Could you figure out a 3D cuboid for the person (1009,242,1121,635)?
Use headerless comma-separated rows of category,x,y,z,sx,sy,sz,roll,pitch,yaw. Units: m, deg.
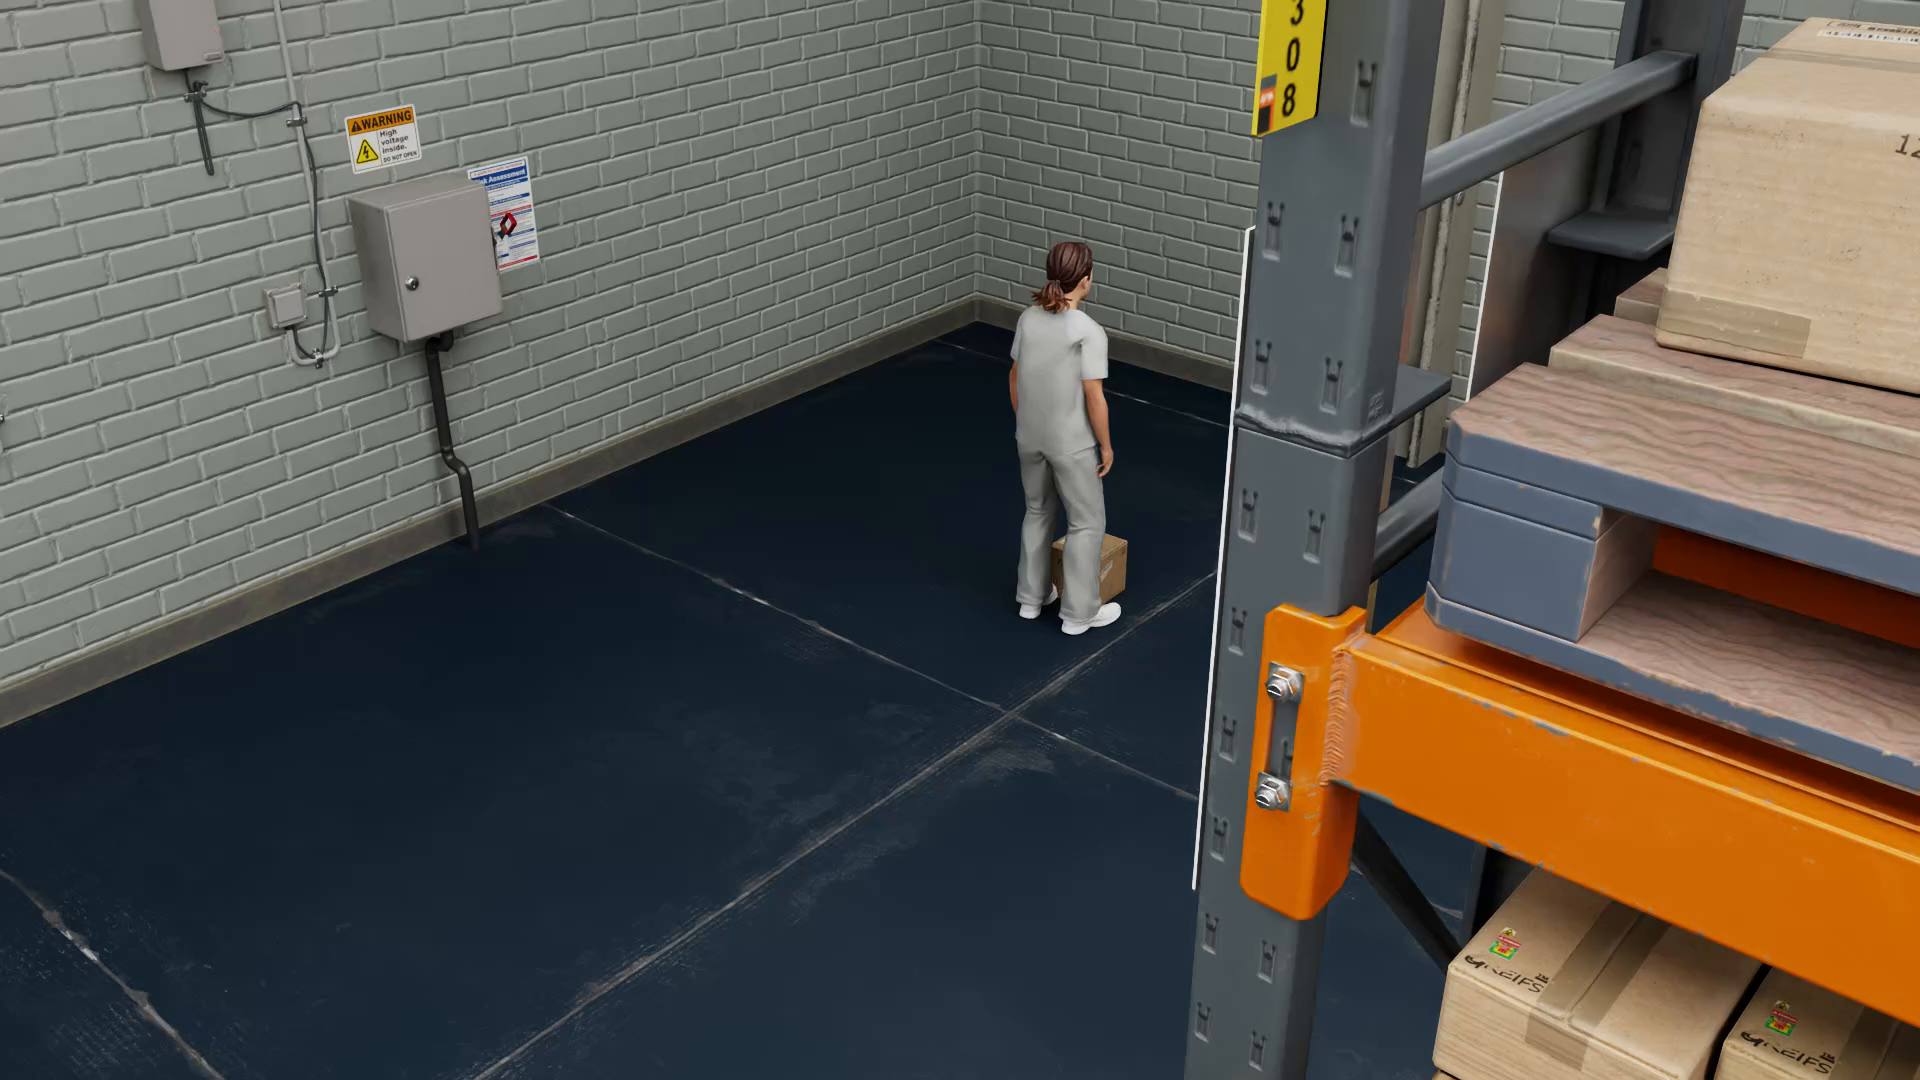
person,0.422,-0.415,6.919,0.485,1.672,0.359,20,34,34
